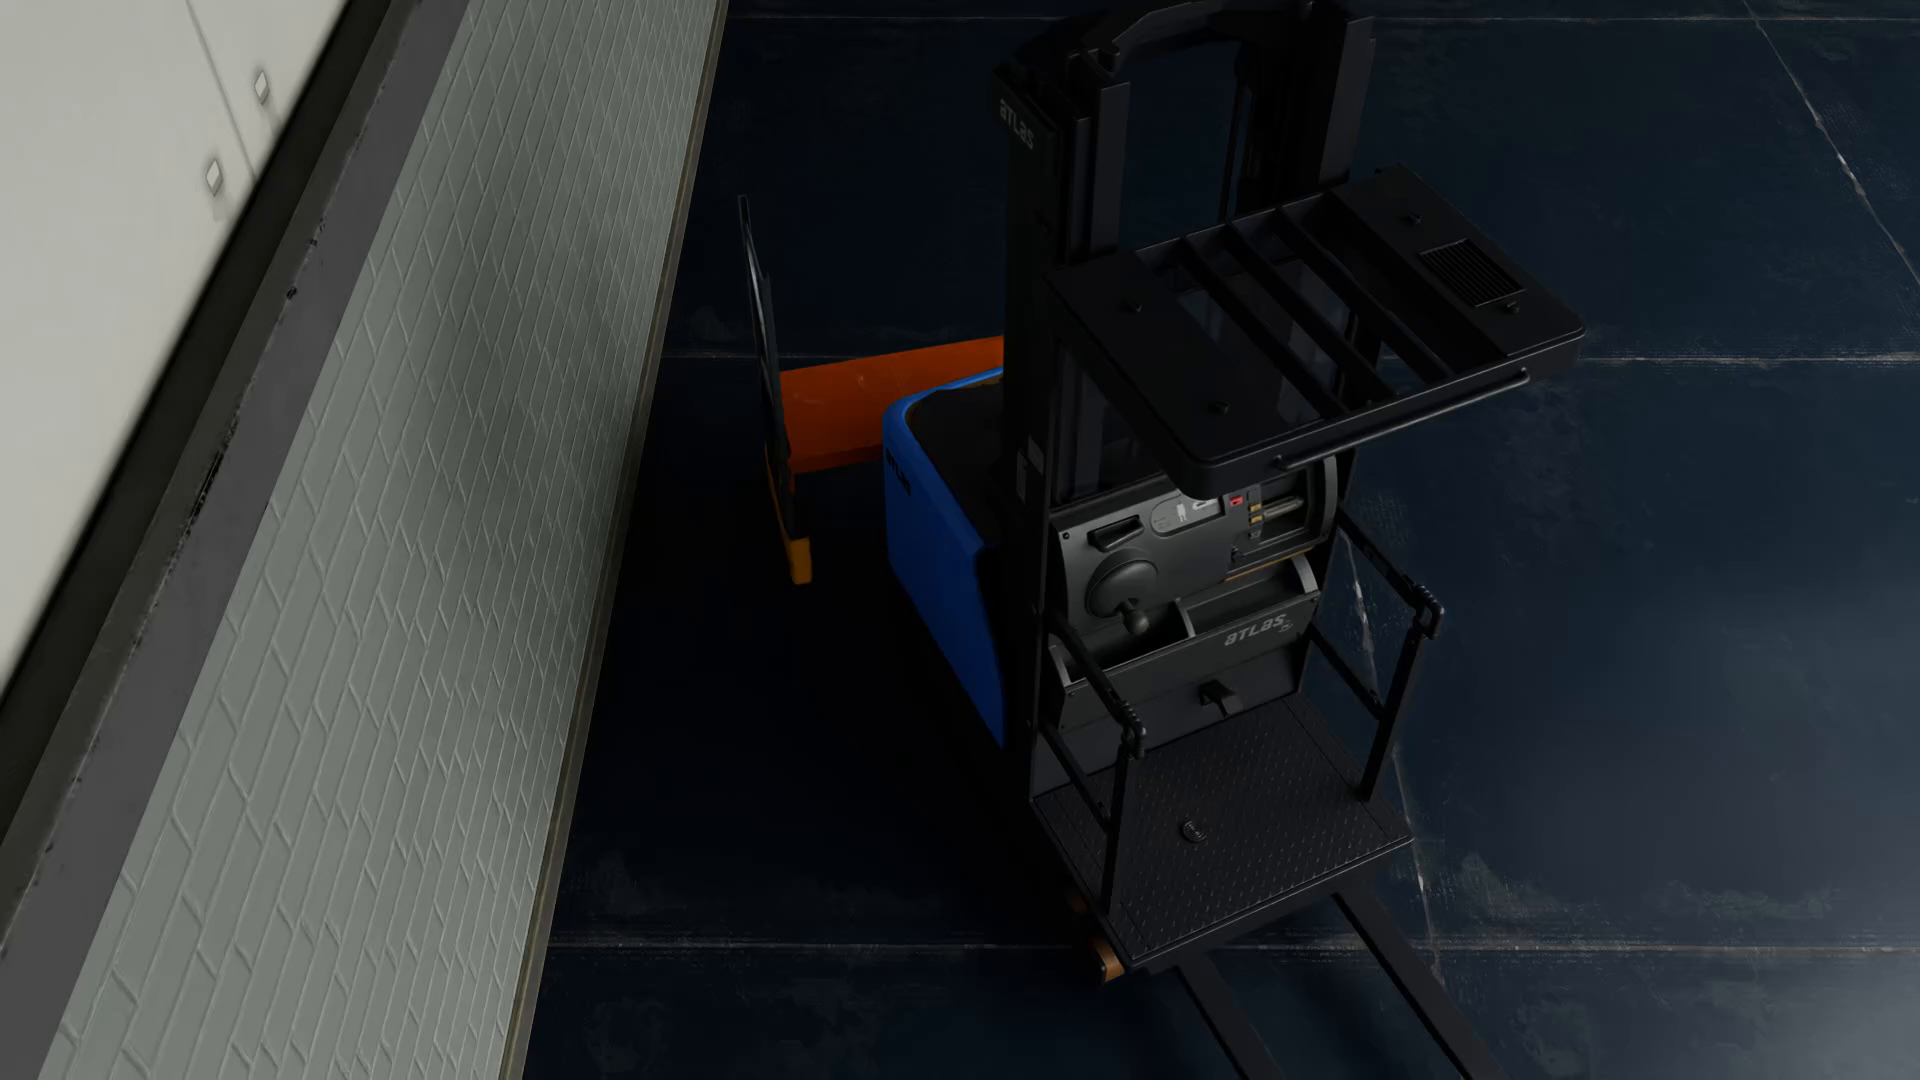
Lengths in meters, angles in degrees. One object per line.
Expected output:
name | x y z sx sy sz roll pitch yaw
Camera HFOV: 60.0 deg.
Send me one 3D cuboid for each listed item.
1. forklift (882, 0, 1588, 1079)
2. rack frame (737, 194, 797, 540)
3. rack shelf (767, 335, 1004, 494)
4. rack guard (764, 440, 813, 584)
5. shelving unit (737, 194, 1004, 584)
forklift | 0.801 0.077 4.757 1.130 2.935 3.031 -19 50 -17
rack frame | -0.718 -0.542 6.311 0.032 1.500 0.500 -11 48 -10
rack shelf | -0.225 -0.511 6.527 1.000 0.185 0.538 -11 48 -10
rack guard | -0.699 -0.120 6.771 0.087 0.250 0.587 -11 48 -10
shelving unit | -0.216 -0.635 6.397 1.083 1.500 0.587 -11 48 -10
